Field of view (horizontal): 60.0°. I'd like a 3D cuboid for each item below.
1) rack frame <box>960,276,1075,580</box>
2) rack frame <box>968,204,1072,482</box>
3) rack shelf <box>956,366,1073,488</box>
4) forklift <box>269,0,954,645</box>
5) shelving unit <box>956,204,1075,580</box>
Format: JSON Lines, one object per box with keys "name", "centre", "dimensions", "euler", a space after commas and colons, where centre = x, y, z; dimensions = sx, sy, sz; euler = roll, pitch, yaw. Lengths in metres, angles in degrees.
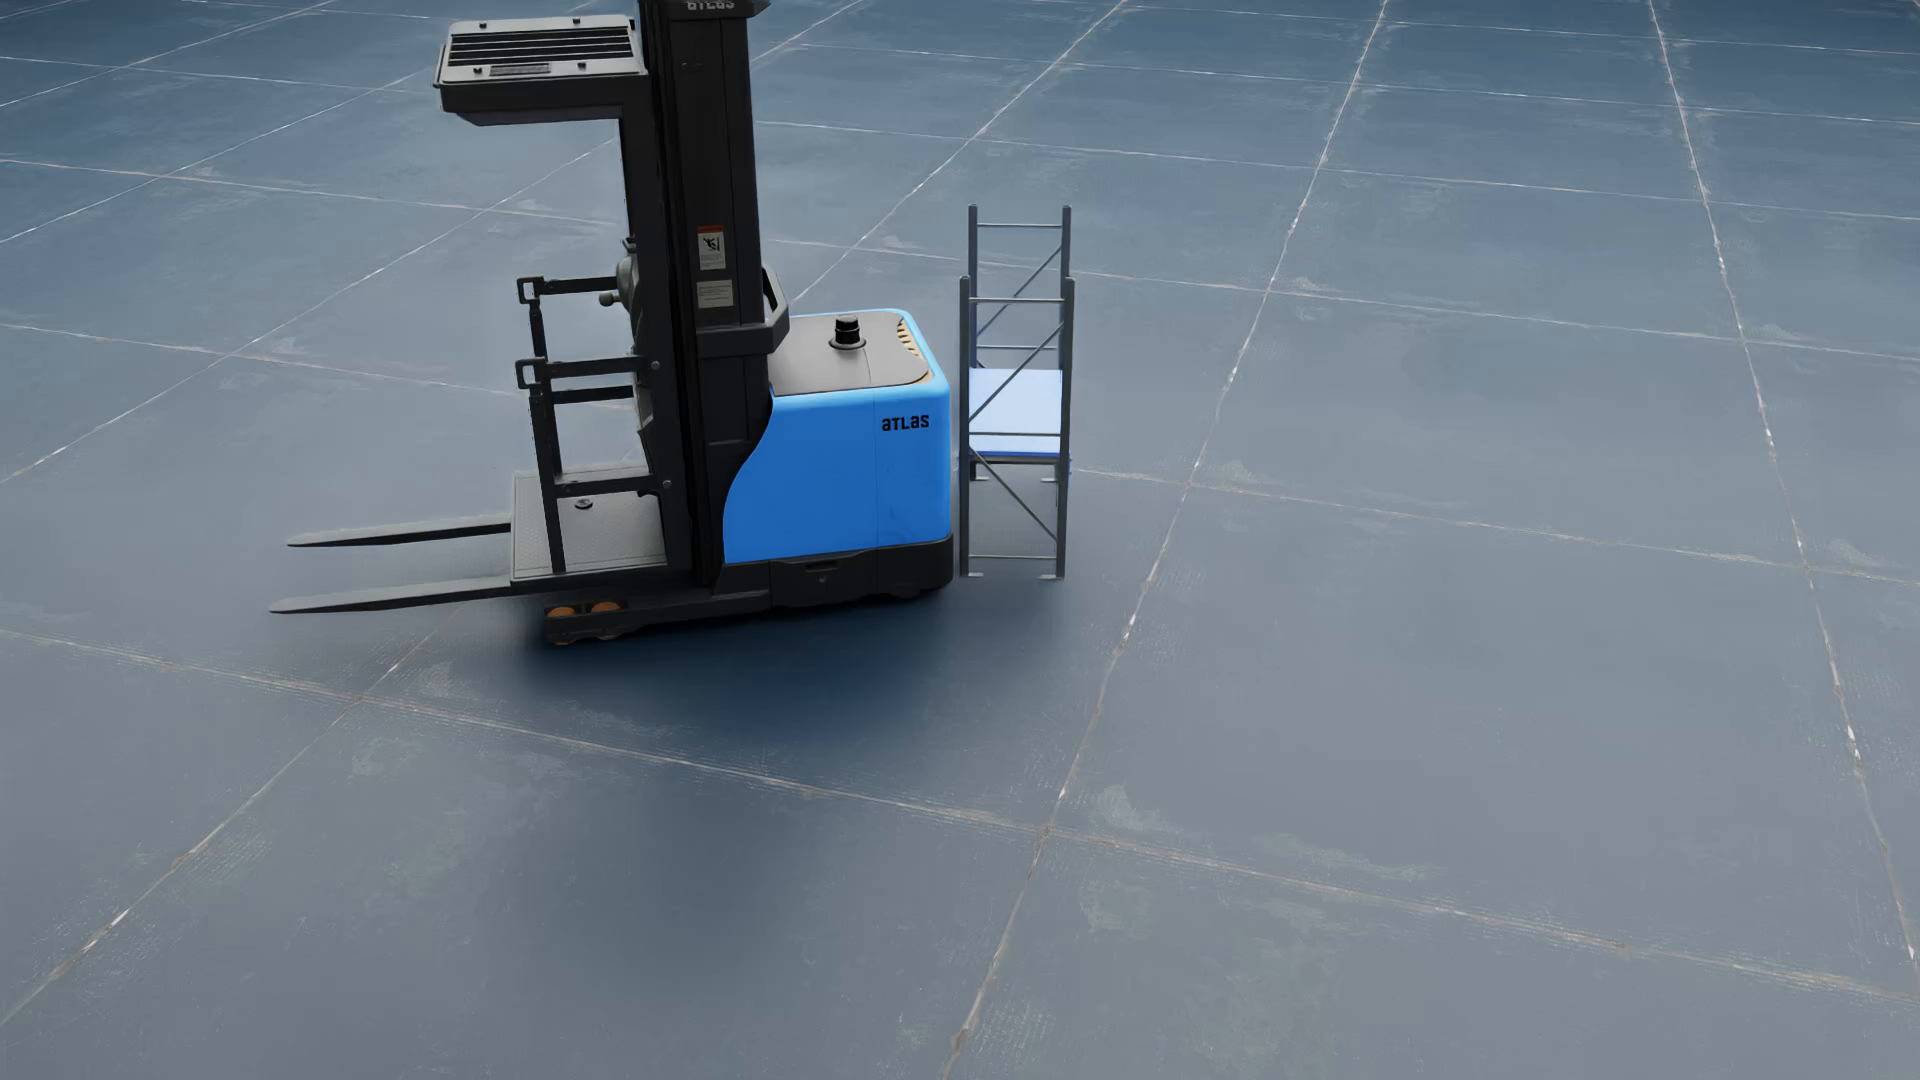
{"name": "rack frame", "centre": [0.248, -0.479, 7.569], "dimensions": [0.500, 1.500, 0.032], "euler": [1, 29, 2]}
{"name": "rack frame", "centre": [0.292, -0.973, 8.456], "dimensions": [0.500, 1.500, 0.032], "euler": [1, 29, 2]}
{"name": "rack shelf", "centre": [0.270, -0.569, 8.100], "dimensions": [0.538, 0.185, 1.000], "euler": [1, 29, 2]}
{"name": "forklift", "centre": [-1.602, -1.095, 7.204], "dimensions": [3.031, 2.935, 1.130], "euler": [-6, 30, -11]}
{"name": "shelving unit", "centre": [0.270, -0.726, 8.012], "dimensions": [0.538, 1.500, 1.048], "euler": [1, 29, 2]}
